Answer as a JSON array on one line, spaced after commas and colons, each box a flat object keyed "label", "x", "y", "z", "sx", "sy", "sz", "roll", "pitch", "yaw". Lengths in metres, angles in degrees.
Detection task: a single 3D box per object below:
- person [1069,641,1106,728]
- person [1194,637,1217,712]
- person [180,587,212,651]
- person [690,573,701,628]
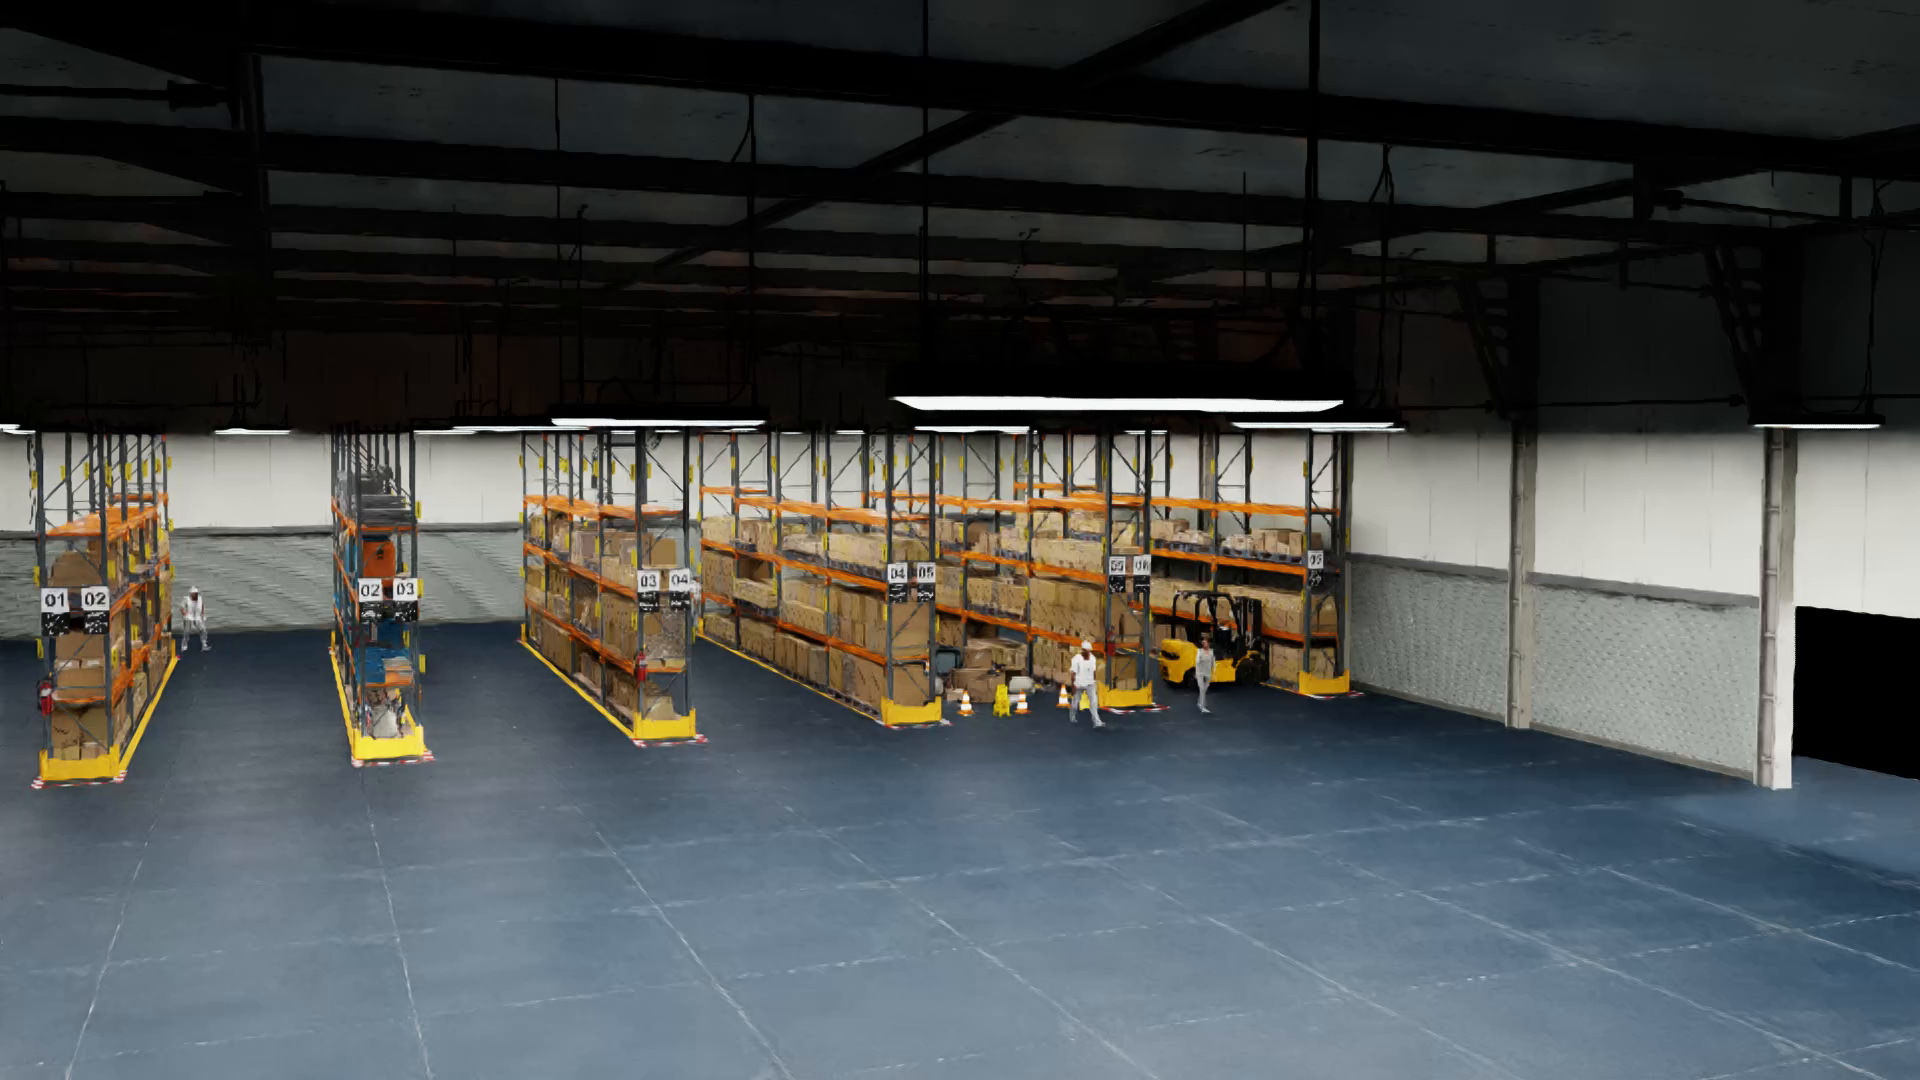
[{"label": "person", "x": 2.451, "y": 2.819, "z": 32.767, "sx": 0.577, "sy": 1.691, "sz": 1.121, "roll": -1, "pitch": 4, "yaw": -20}, {"label": "person", "x": 5.092, "y": 2.780, "z": 34.593, "sx": 0.390, "sy": 1.533, "sz": 0.962, "roll": -1, "pitch": 4, "yaw": -13}, {"label": "person", "x": -20.386, "y": 2.092, "z": 44.215, "sx": 0.691, "sy": 1.722, "sz": 0.777, "roll": -3, "pitch": 5, "yaw": -43}, {"label": "person", "x": -7.919, "y": 1.822, "z": 49.339, "sx": 0.494, "sy": 1.660, "sz": 0.704, "roll": 1, "pitch": 4, "yaw": 20}]
